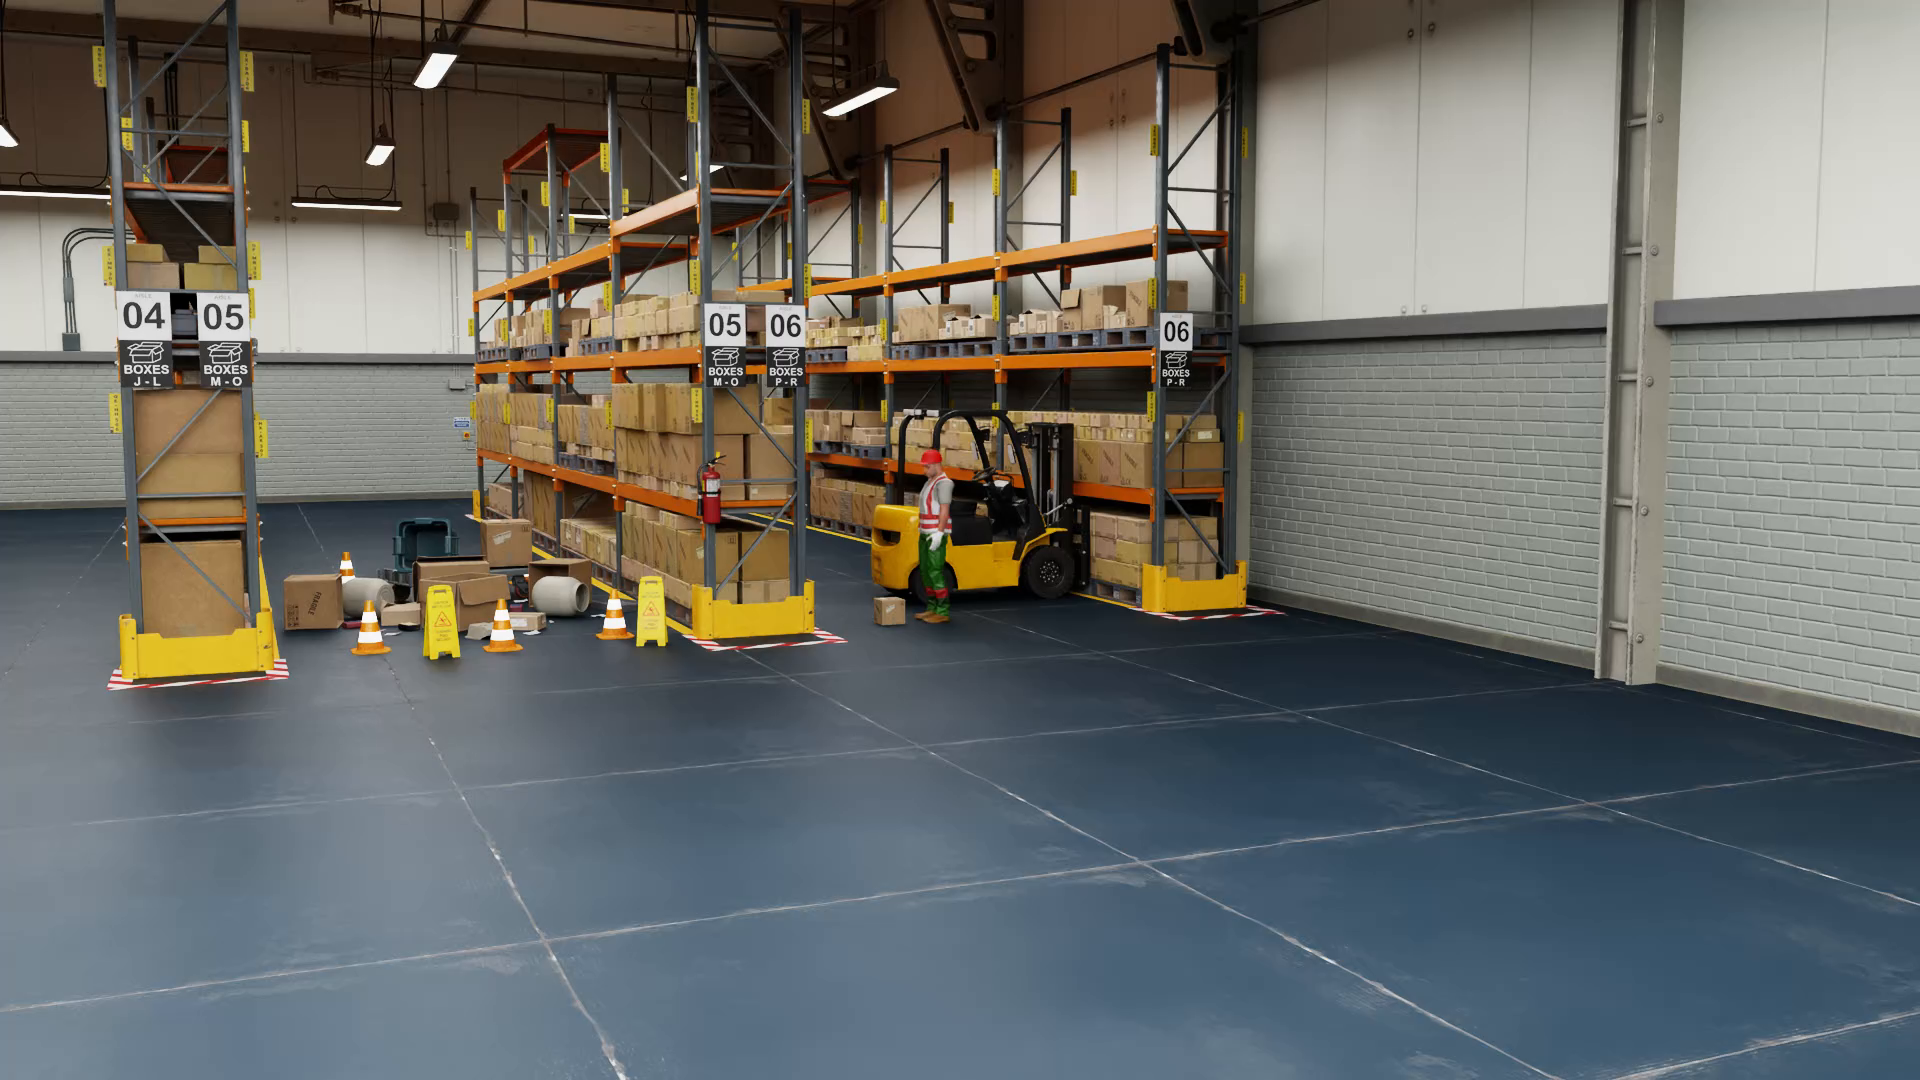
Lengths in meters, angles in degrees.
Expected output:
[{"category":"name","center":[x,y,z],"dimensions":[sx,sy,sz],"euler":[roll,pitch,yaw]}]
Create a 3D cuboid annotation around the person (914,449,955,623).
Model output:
[{"category":"person","center":[-0.274,-0.047,17.142],"dimensions":[0.361,1.775,0.529],"euler":[-2,6,-23]}]
